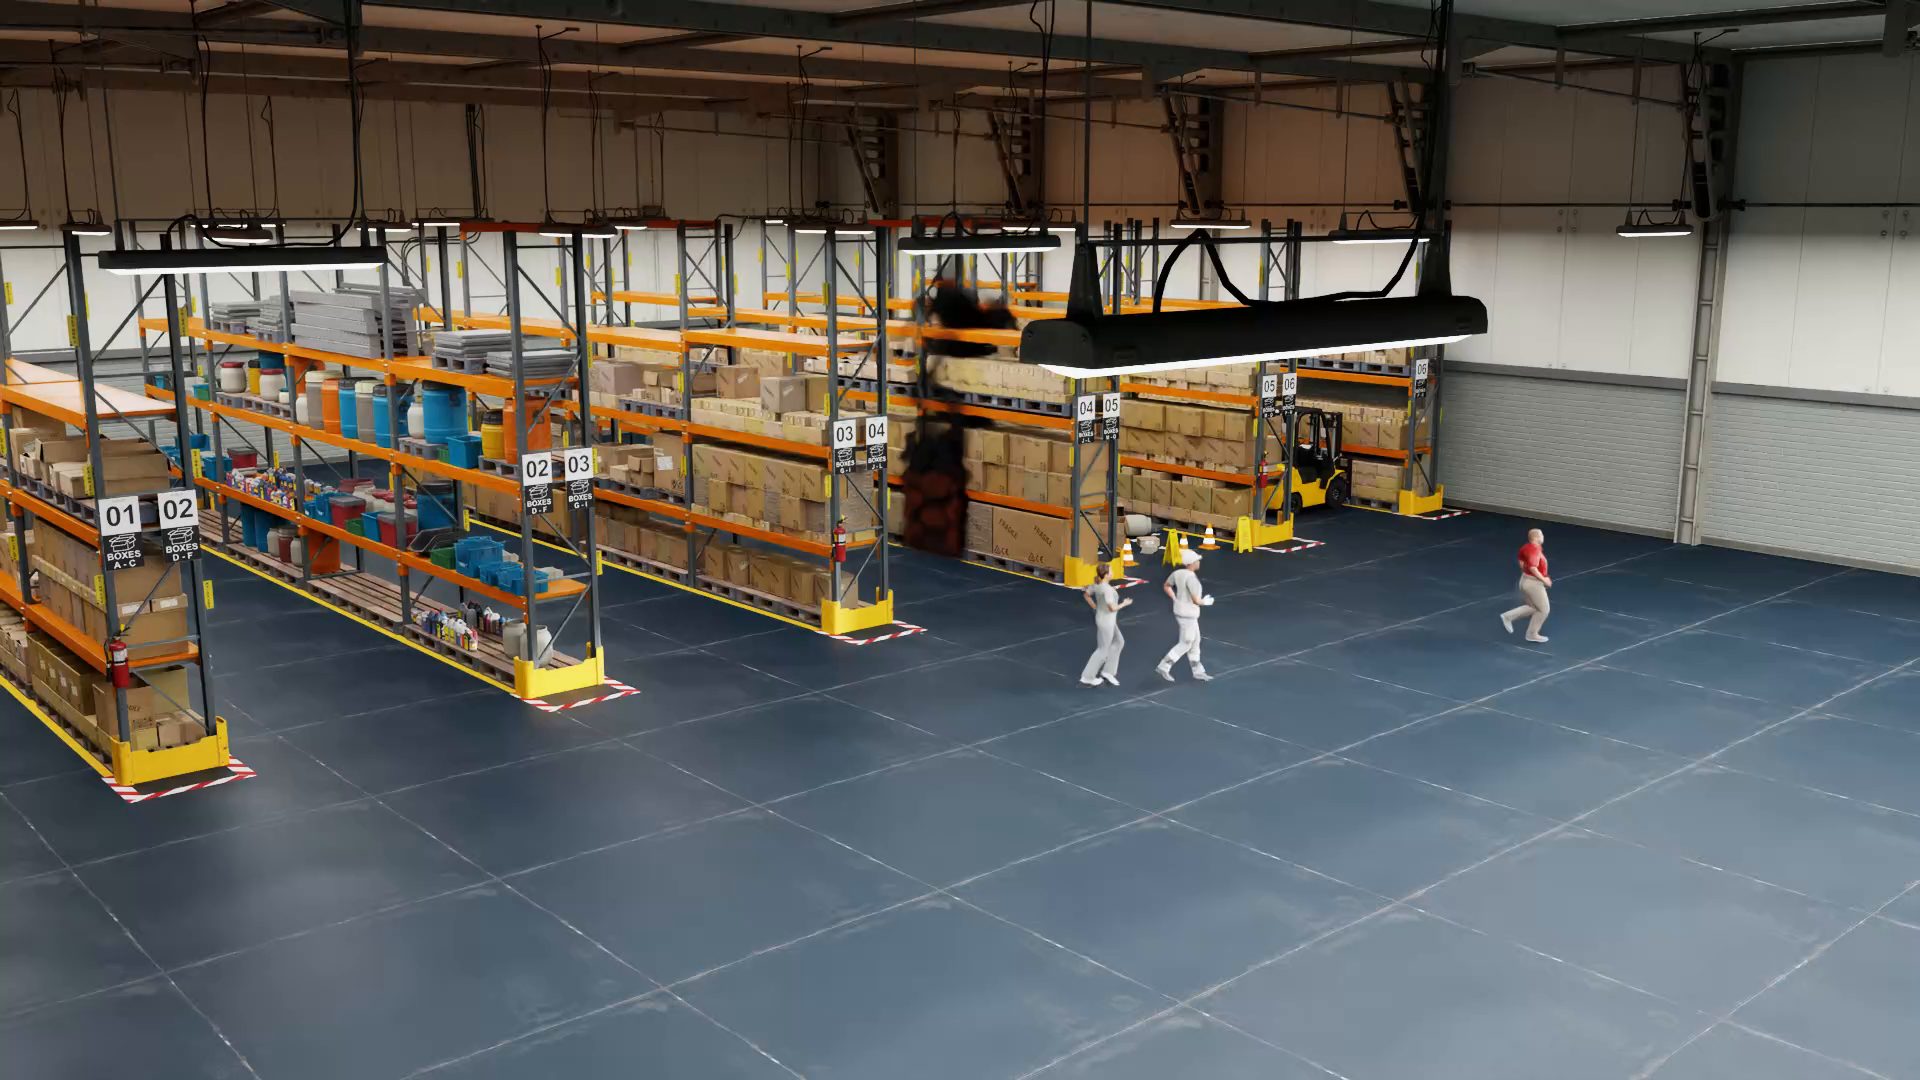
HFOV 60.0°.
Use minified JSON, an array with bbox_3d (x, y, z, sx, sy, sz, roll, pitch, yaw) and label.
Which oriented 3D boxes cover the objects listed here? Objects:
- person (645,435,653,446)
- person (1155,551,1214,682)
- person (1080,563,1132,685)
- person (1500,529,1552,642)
[{"bbox_3d":[-7.513,-2.759,41.099,0.764,1.821,0.700,4,12,21],"label":"person"},{"bbox_3d":[3.013,1.032,22.194,0.876,1.807,0.682,-3,12,-13],"label":"person"},{"bbox_3d":[1.933,1.135,22.039,0.691,1.705,0.544,-2,12,-10],"label":"person"},{"bbox_3d":[8.316,0.659,24.334,0.677,1.682,0.686,0,11,0],"label":"person"}]
